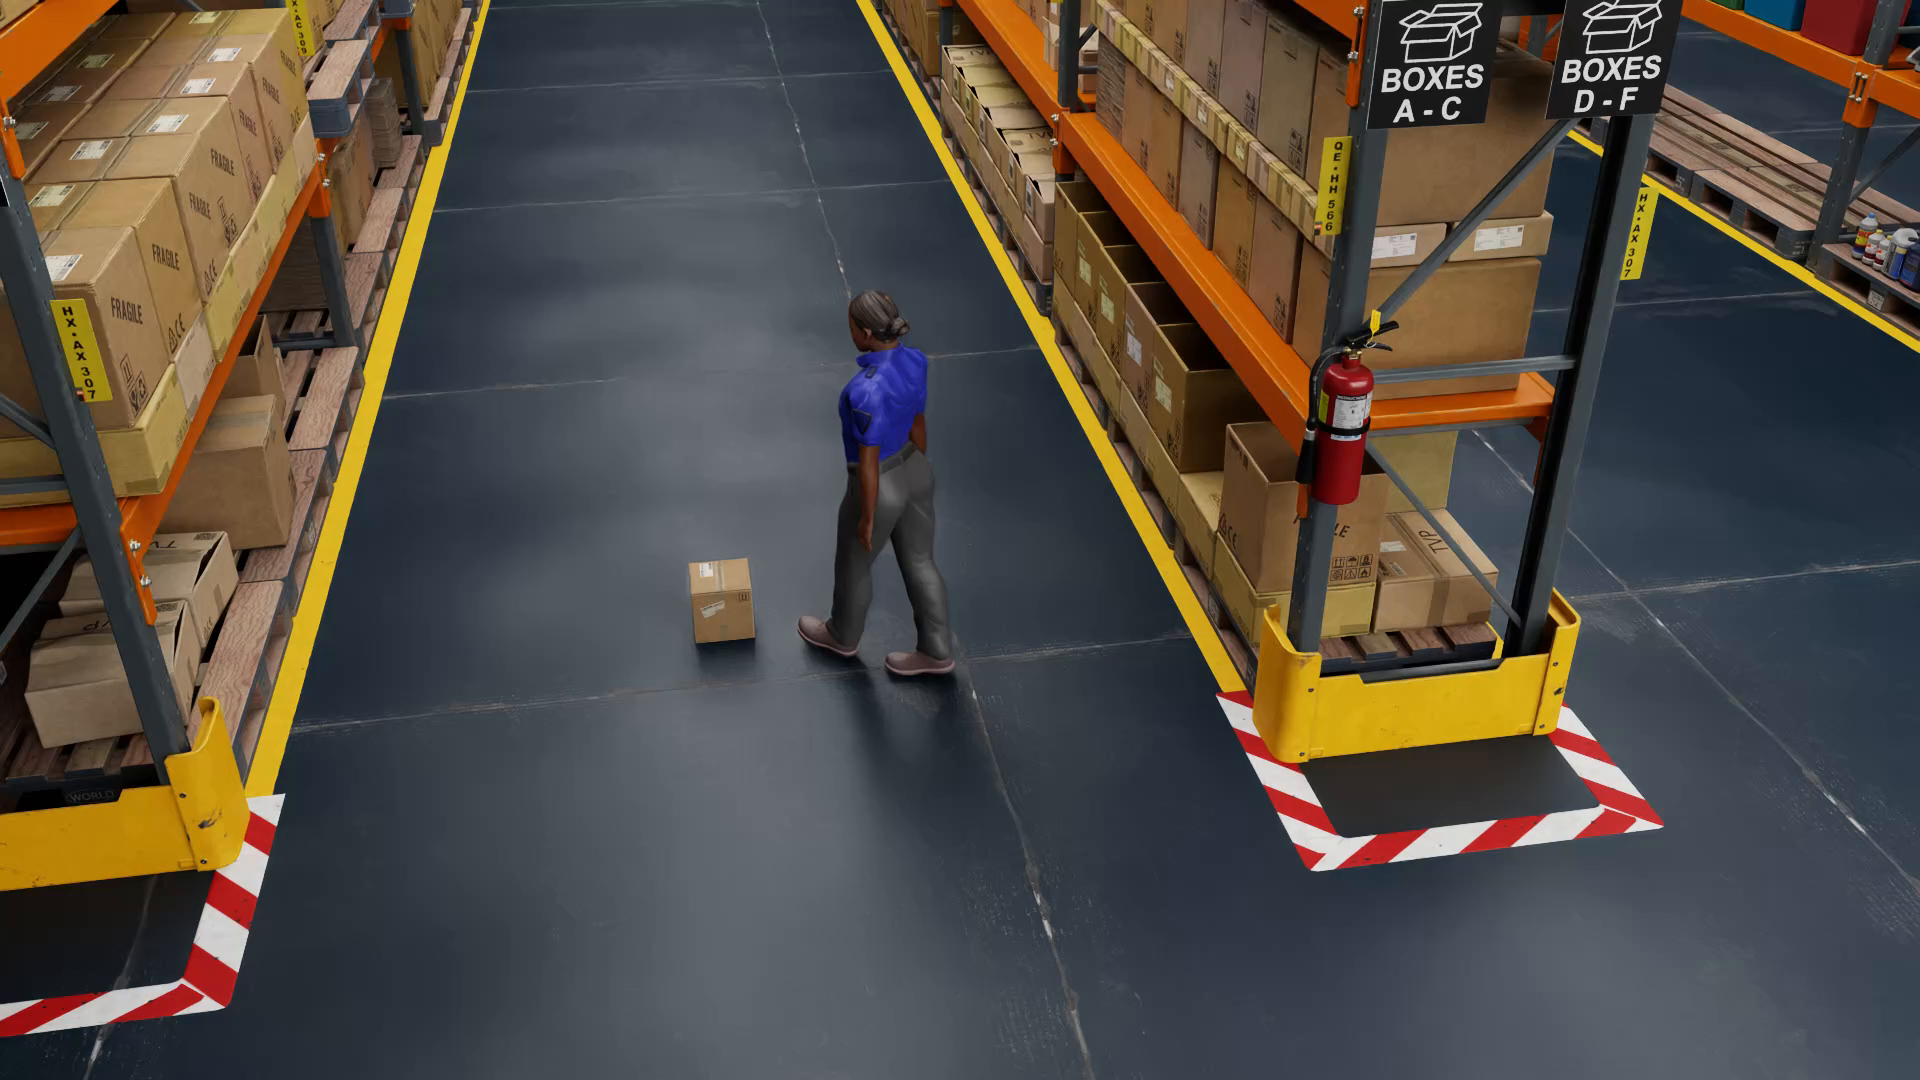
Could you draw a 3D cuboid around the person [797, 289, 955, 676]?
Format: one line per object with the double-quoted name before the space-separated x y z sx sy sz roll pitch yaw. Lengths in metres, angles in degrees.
"person" -0.358 -0.221 6.495 0.712 1.641 0.457 19 36 29
